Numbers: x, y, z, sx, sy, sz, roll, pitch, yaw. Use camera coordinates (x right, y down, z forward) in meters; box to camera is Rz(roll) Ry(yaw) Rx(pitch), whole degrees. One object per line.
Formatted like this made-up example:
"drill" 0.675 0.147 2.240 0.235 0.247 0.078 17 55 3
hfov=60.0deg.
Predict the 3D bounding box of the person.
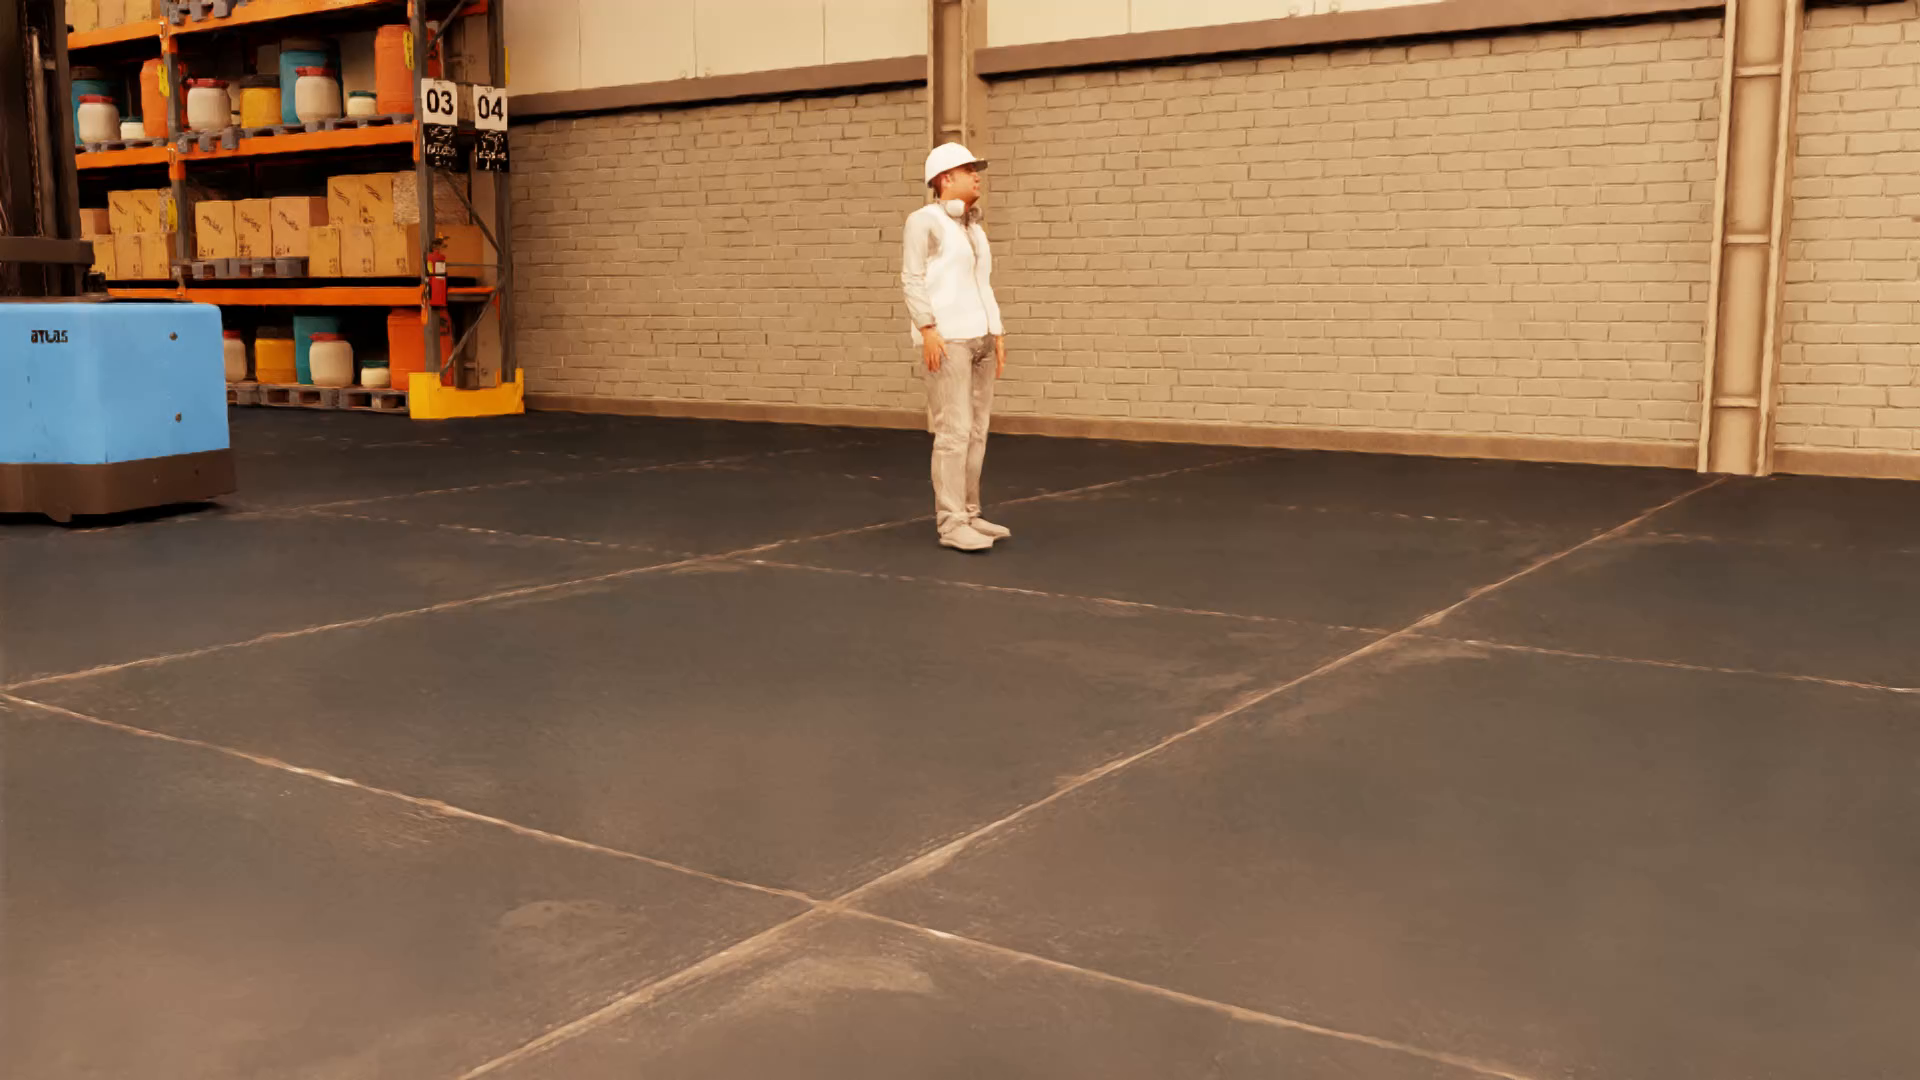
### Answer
"person" 0.047 -0.880 7.437 0.567 1.773 0.632 5 10 34

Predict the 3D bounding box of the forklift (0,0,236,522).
"forklift" -5.443 -1.621 8.595 3.031 2.935 1.130 2 8 13
